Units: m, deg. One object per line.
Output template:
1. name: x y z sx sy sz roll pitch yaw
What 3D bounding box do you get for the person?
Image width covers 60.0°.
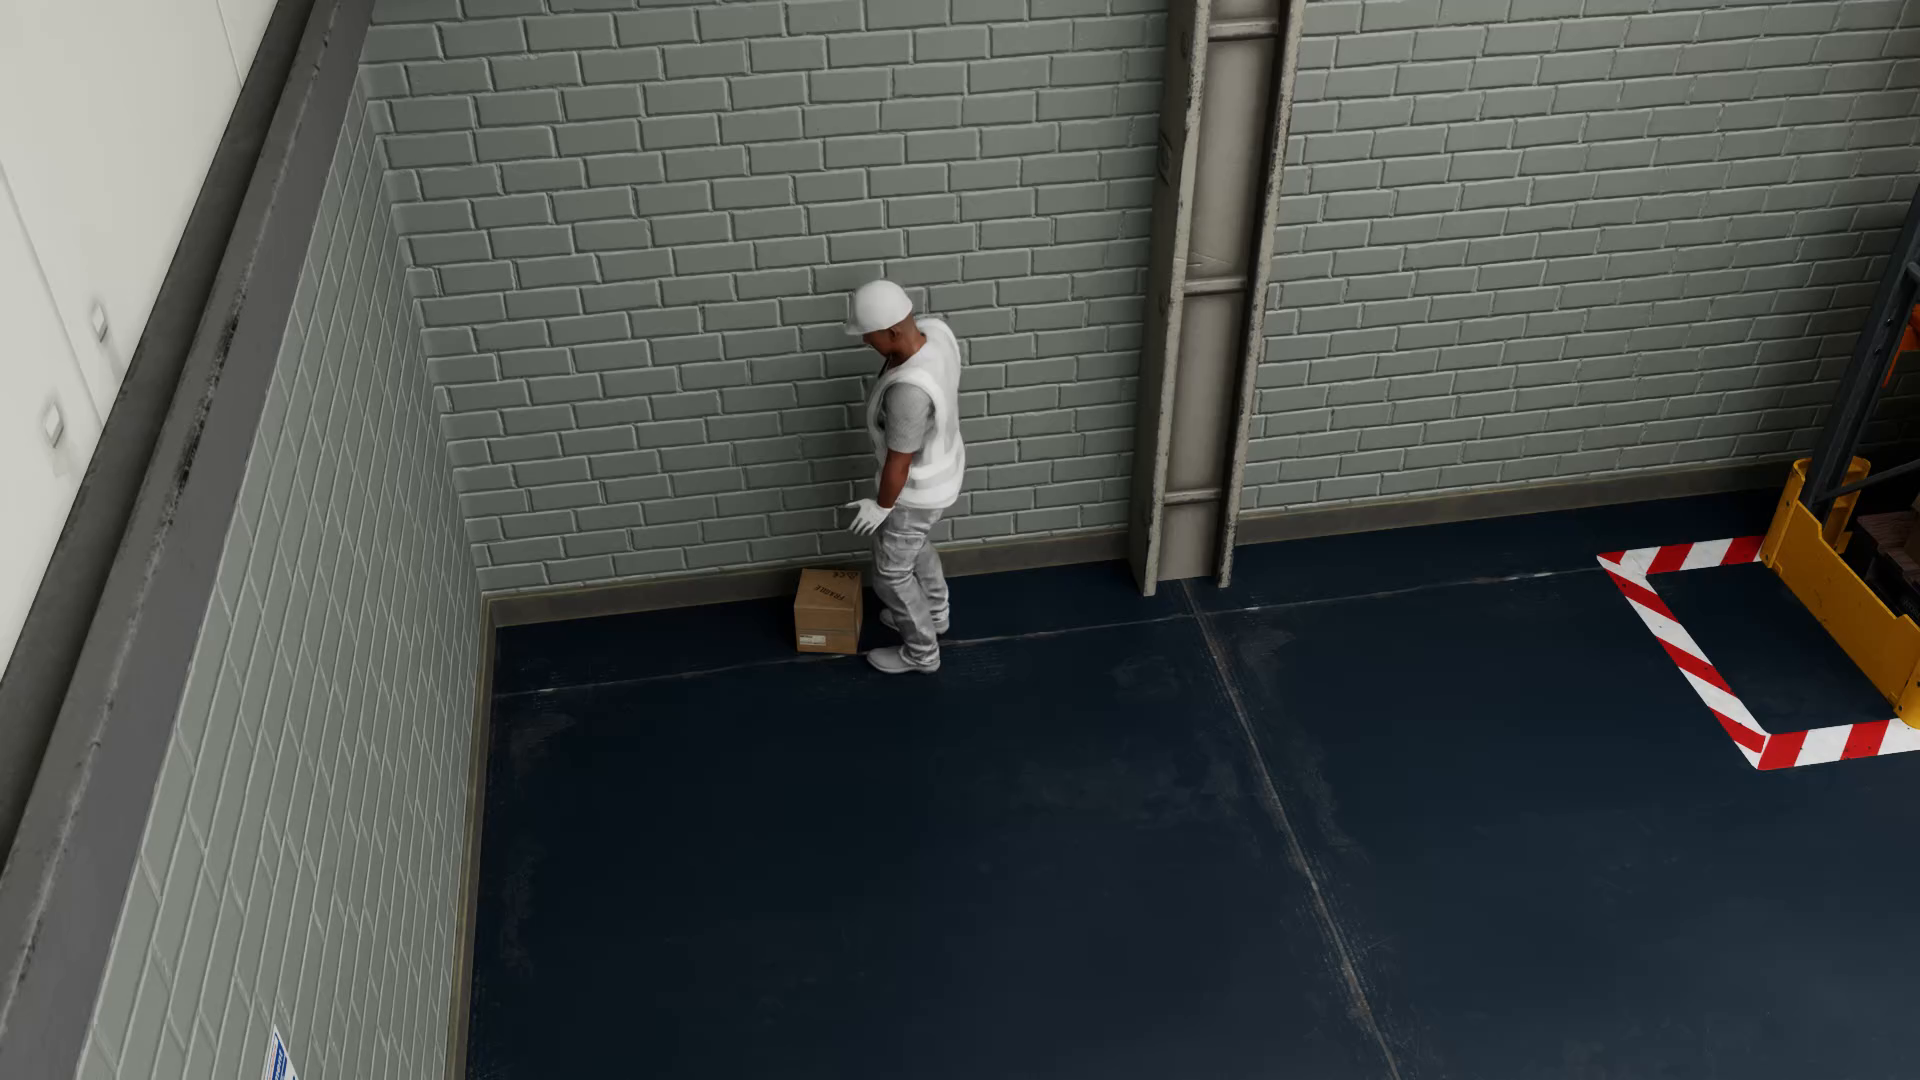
1. person: -0.207 -0.225 6.453 0.427 1.749 0.566 6 39 8
